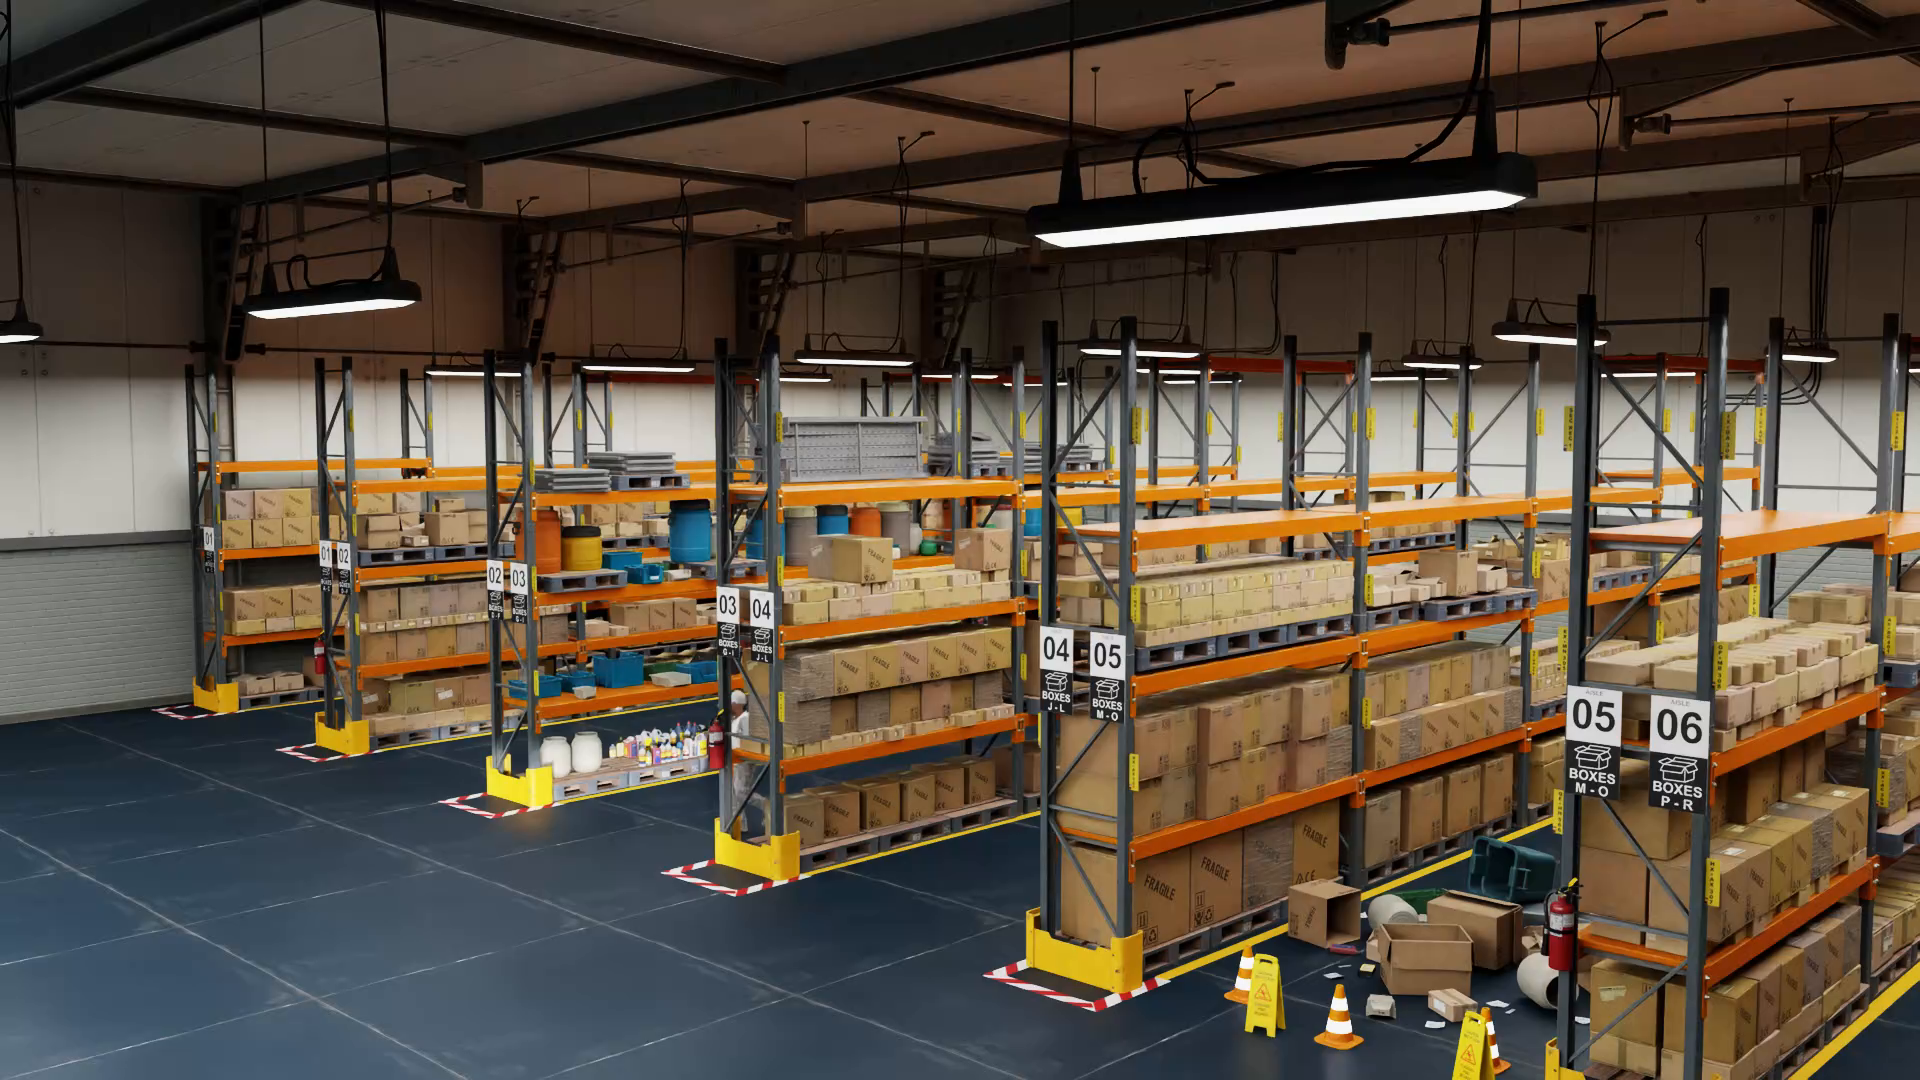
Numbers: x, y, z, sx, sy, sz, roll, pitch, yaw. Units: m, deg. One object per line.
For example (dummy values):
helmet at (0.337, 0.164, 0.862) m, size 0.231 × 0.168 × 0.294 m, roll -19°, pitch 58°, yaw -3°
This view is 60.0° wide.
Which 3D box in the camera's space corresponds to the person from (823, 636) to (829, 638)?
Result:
person at (-2.223, 1.985, 28.466) m, size 0.463 × 1.444 × 0.988 m, roll 3°, pitch 5°, yaw 30°

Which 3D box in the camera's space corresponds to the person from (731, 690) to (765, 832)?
person at (-2.618, 2.724, 20.503) m, size 0.665 × 1.754 × 0.607 m, roll -2°, pitch 5°, yaw -27°
